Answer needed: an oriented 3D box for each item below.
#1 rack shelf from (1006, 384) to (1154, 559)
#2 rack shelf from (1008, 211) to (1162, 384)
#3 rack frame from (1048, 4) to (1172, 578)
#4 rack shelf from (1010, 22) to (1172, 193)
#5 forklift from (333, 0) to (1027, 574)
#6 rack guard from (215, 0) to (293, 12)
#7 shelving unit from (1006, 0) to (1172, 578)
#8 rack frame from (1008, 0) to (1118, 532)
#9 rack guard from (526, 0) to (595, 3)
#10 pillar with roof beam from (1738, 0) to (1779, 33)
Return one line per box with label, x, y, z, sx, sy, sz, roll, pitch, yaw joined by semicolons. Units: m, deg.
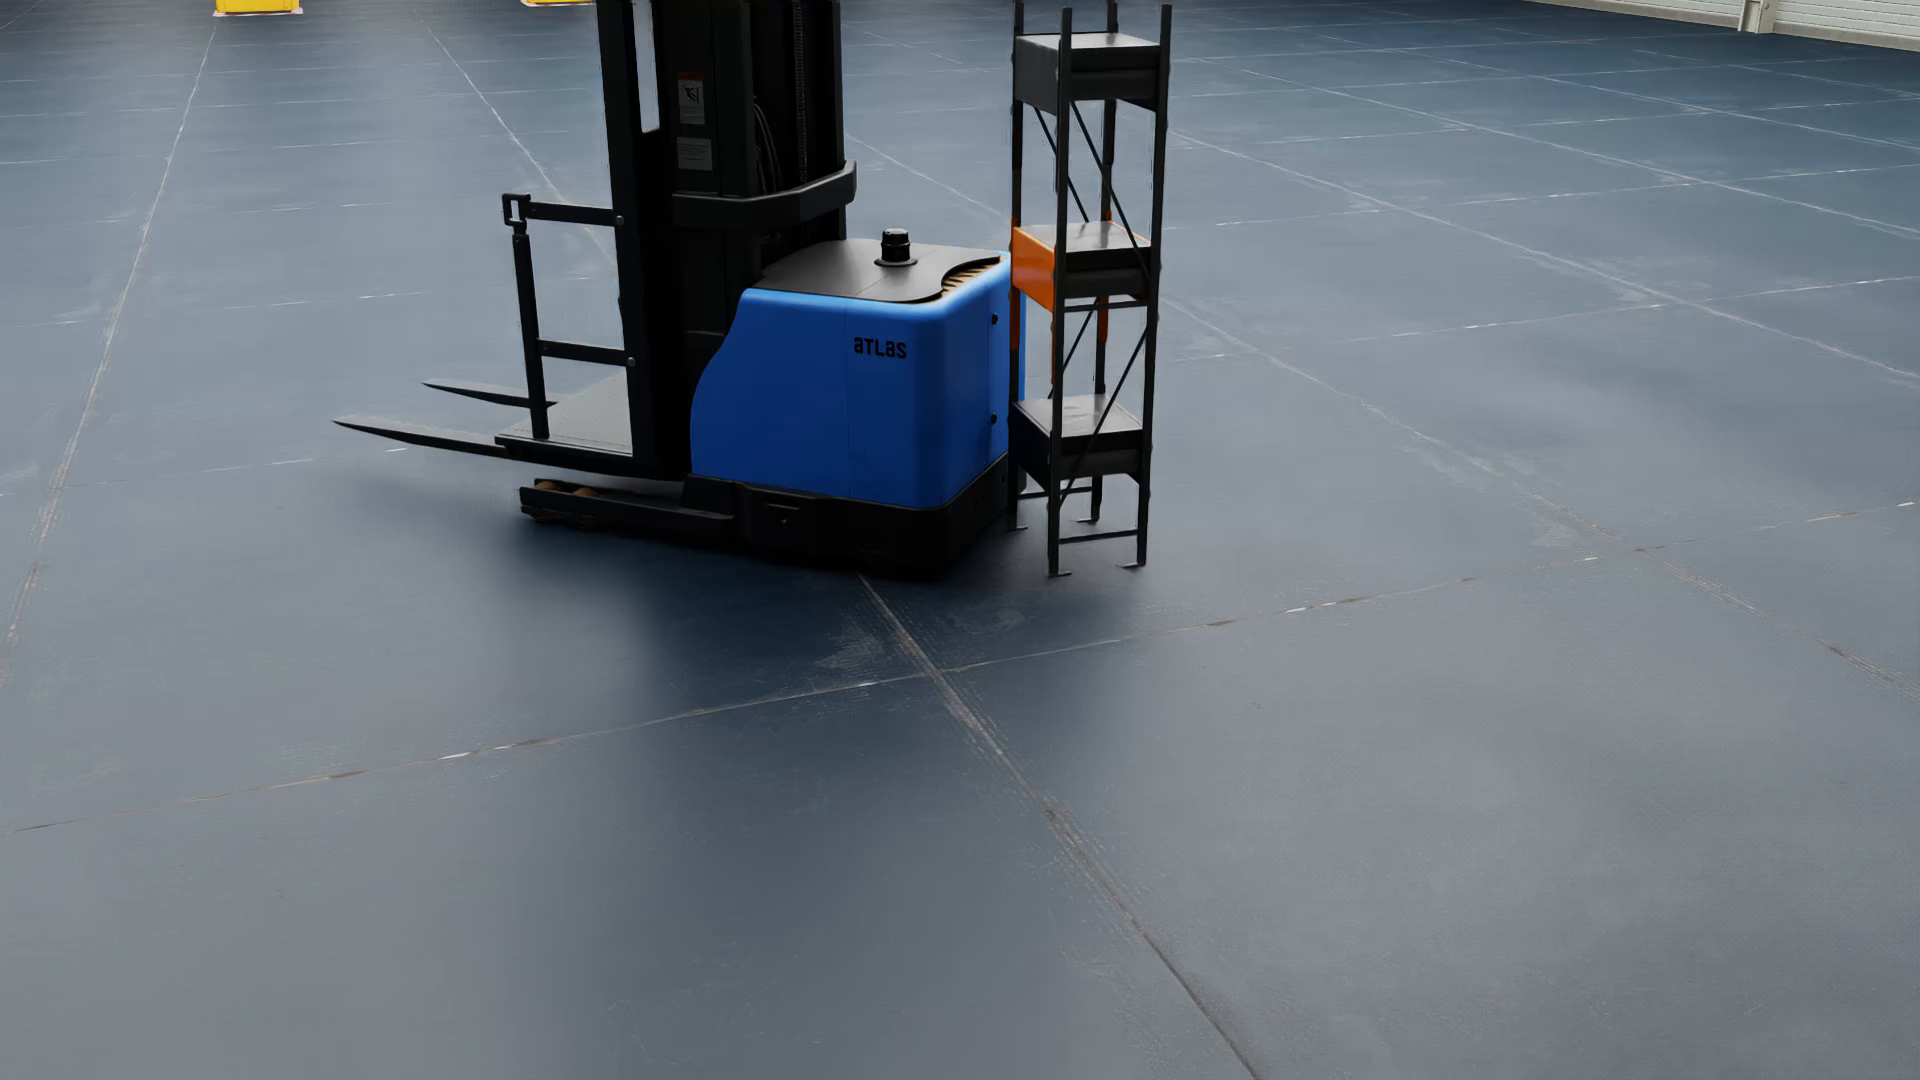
rack shelf;0.461;-0.279;6.545;0.431;0.518;0.480;-7;24;-16
rack shelf;0.461;-0.924;6.273;0.431;0.518;0.480;-7;24;-16
rack frame;0.534;-0.846;6.053;0.400;2.100;0.015;-7;24;-16
rack shelf;0.461;-1.569;6.001;0.431;0.518;0.480;-7;24;-16
forklift;-1.282;-1.575;6.713;3.031;2.935;1.130;9;25;21
rack guard;-11.699;-9.025;27.520;1.175;0.500;0.348;-8;24;-19
shelving unit;0.461;-0.936;6.268;0.431;2.100;0.503;-7;24;-16
rack frame;0.389;-1.027;6.483;0.400;2.100;0.015;-7;24;-16
rack guard;-7.022;-9.712;29.148;1.175;0.500;0.348;-8;24;-19
pillar with roof beam;7.728;-11.068;21.424;9.100;9.000;0.400;-8;24;-19
